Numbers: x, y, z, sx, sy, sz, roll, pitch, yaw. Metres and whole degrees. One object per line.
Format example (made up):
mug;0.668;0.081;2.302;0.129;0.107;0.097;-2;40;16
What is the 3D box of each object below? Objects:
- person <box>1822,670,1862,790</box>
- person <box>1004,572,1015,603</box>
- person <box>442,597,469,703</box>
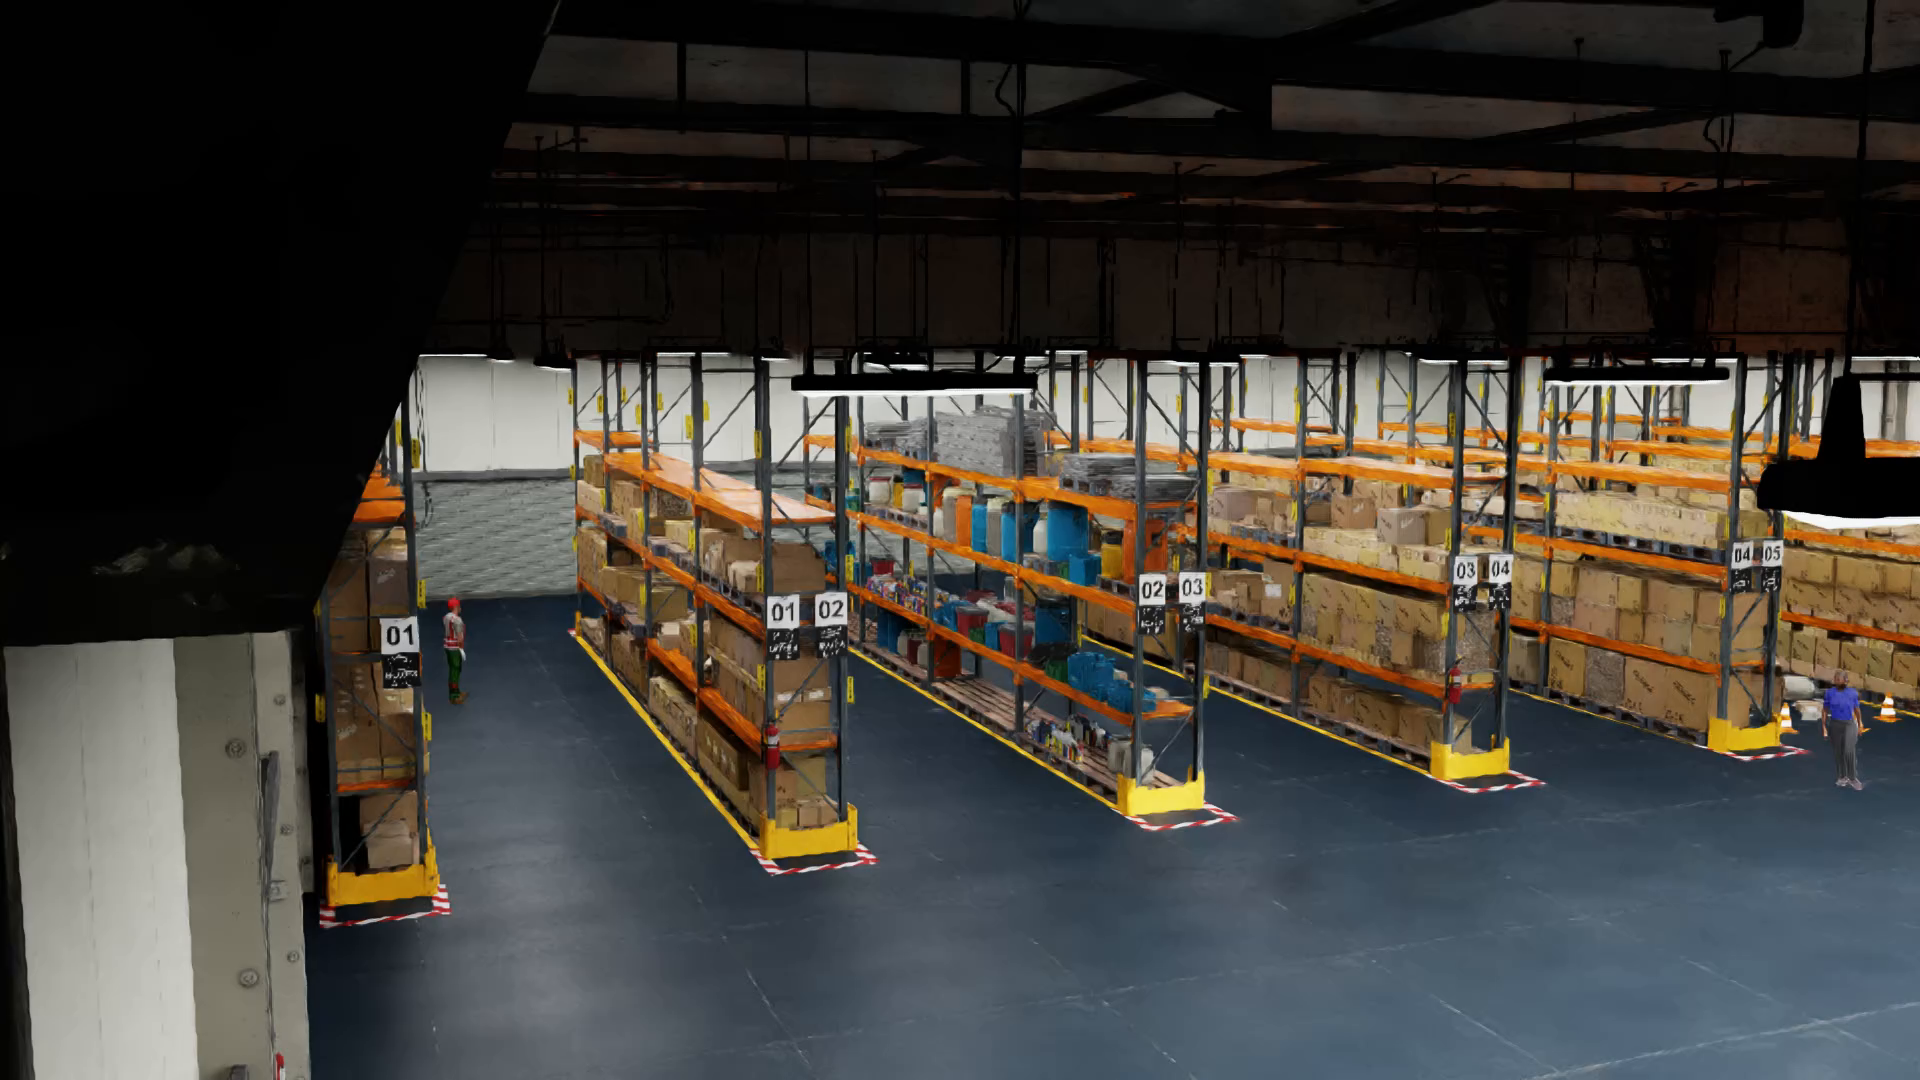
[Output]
person;12.351;2.624;23.224;0.570;1.641;0.473;5;9;36
person;1.090;1.313;33.908;0.506;1.602;0.420;7;10;43
person;-8.655;1.866;28.631;0.471;1.789;0.623;-6;9;-40
